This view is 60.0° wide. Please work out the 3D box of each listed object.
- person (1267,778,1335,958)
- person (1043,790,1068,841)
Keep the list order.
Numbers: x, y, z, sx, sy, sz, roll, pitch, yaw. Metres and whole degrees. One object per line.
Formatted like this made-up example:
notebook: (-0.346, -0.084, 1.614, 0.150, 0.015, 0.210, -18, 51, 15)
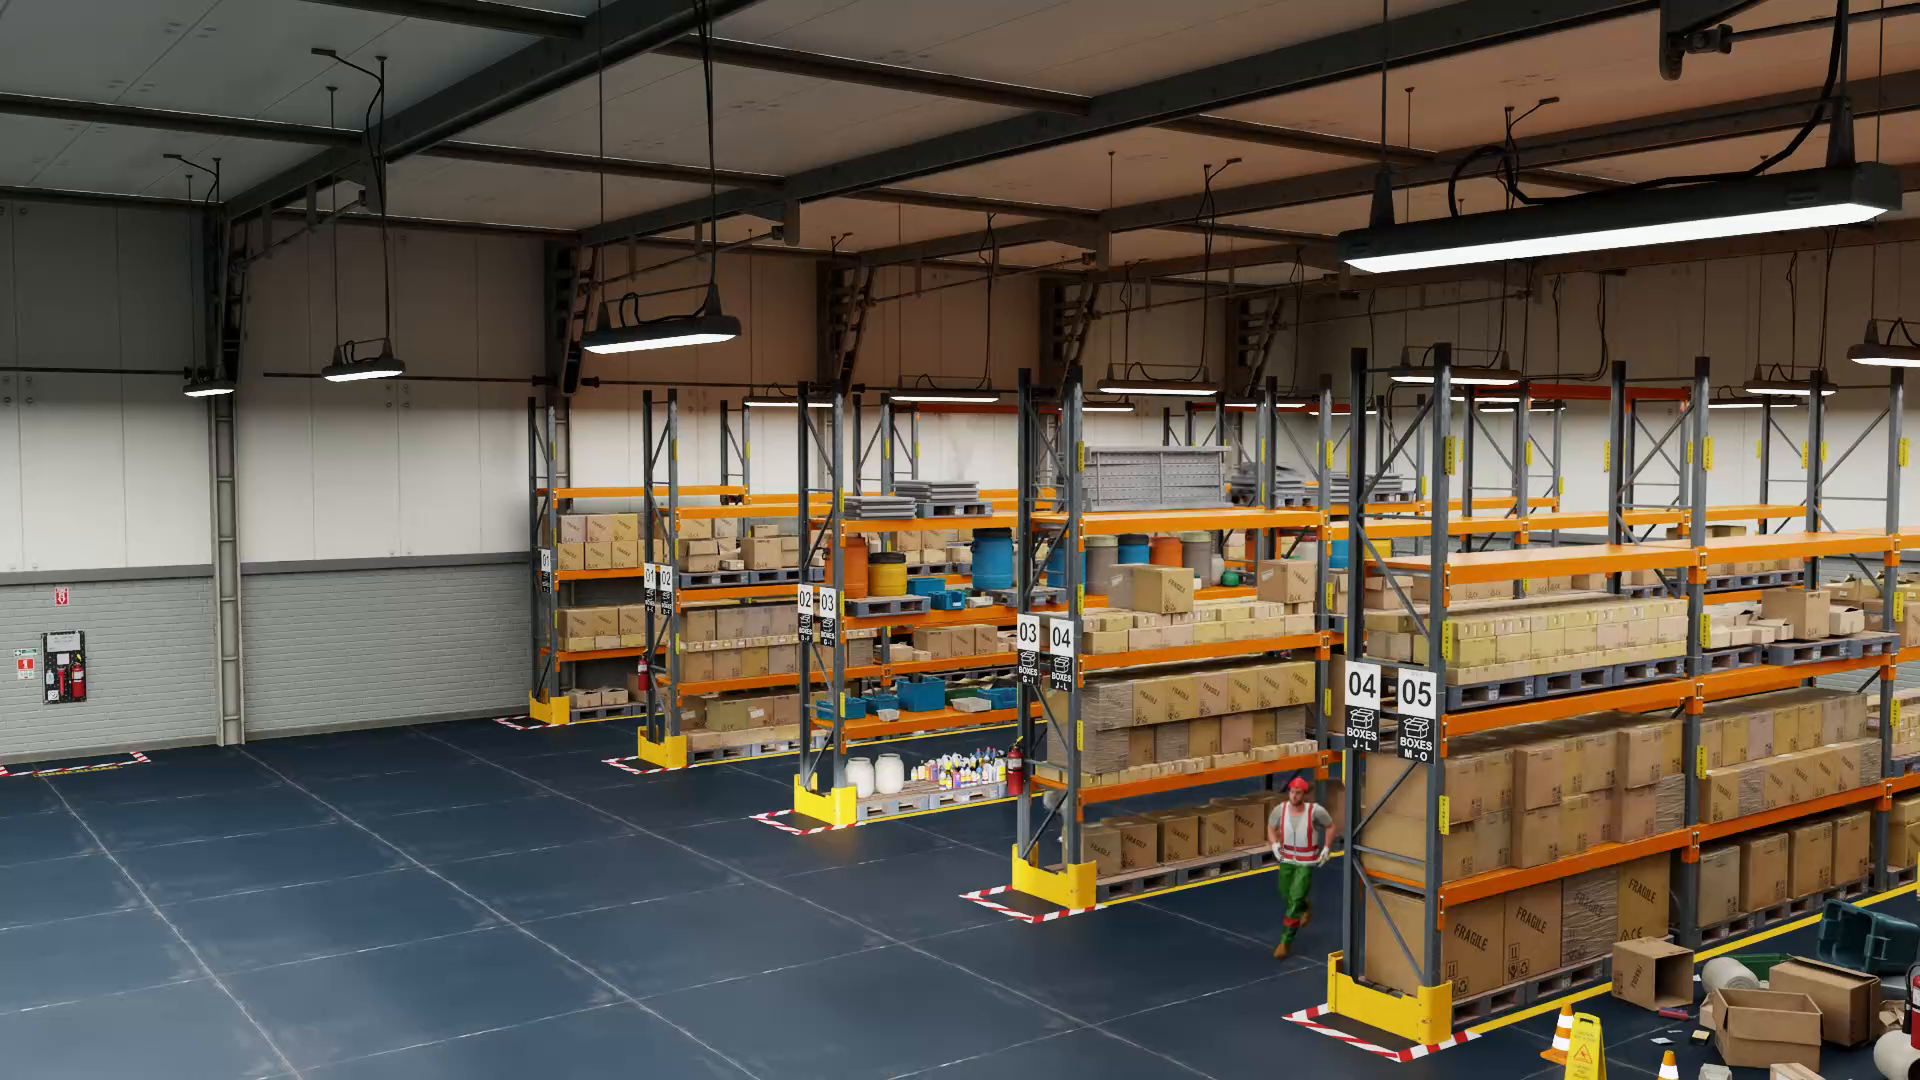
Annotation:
person: (3.446, 3.282, 16.942, 0.683, 1.772, 0.940, 2, 4, 29)
person: (1.348, 3.086, 21.390, 0.538, 1.627, 0.570, -3, 4, -41)
